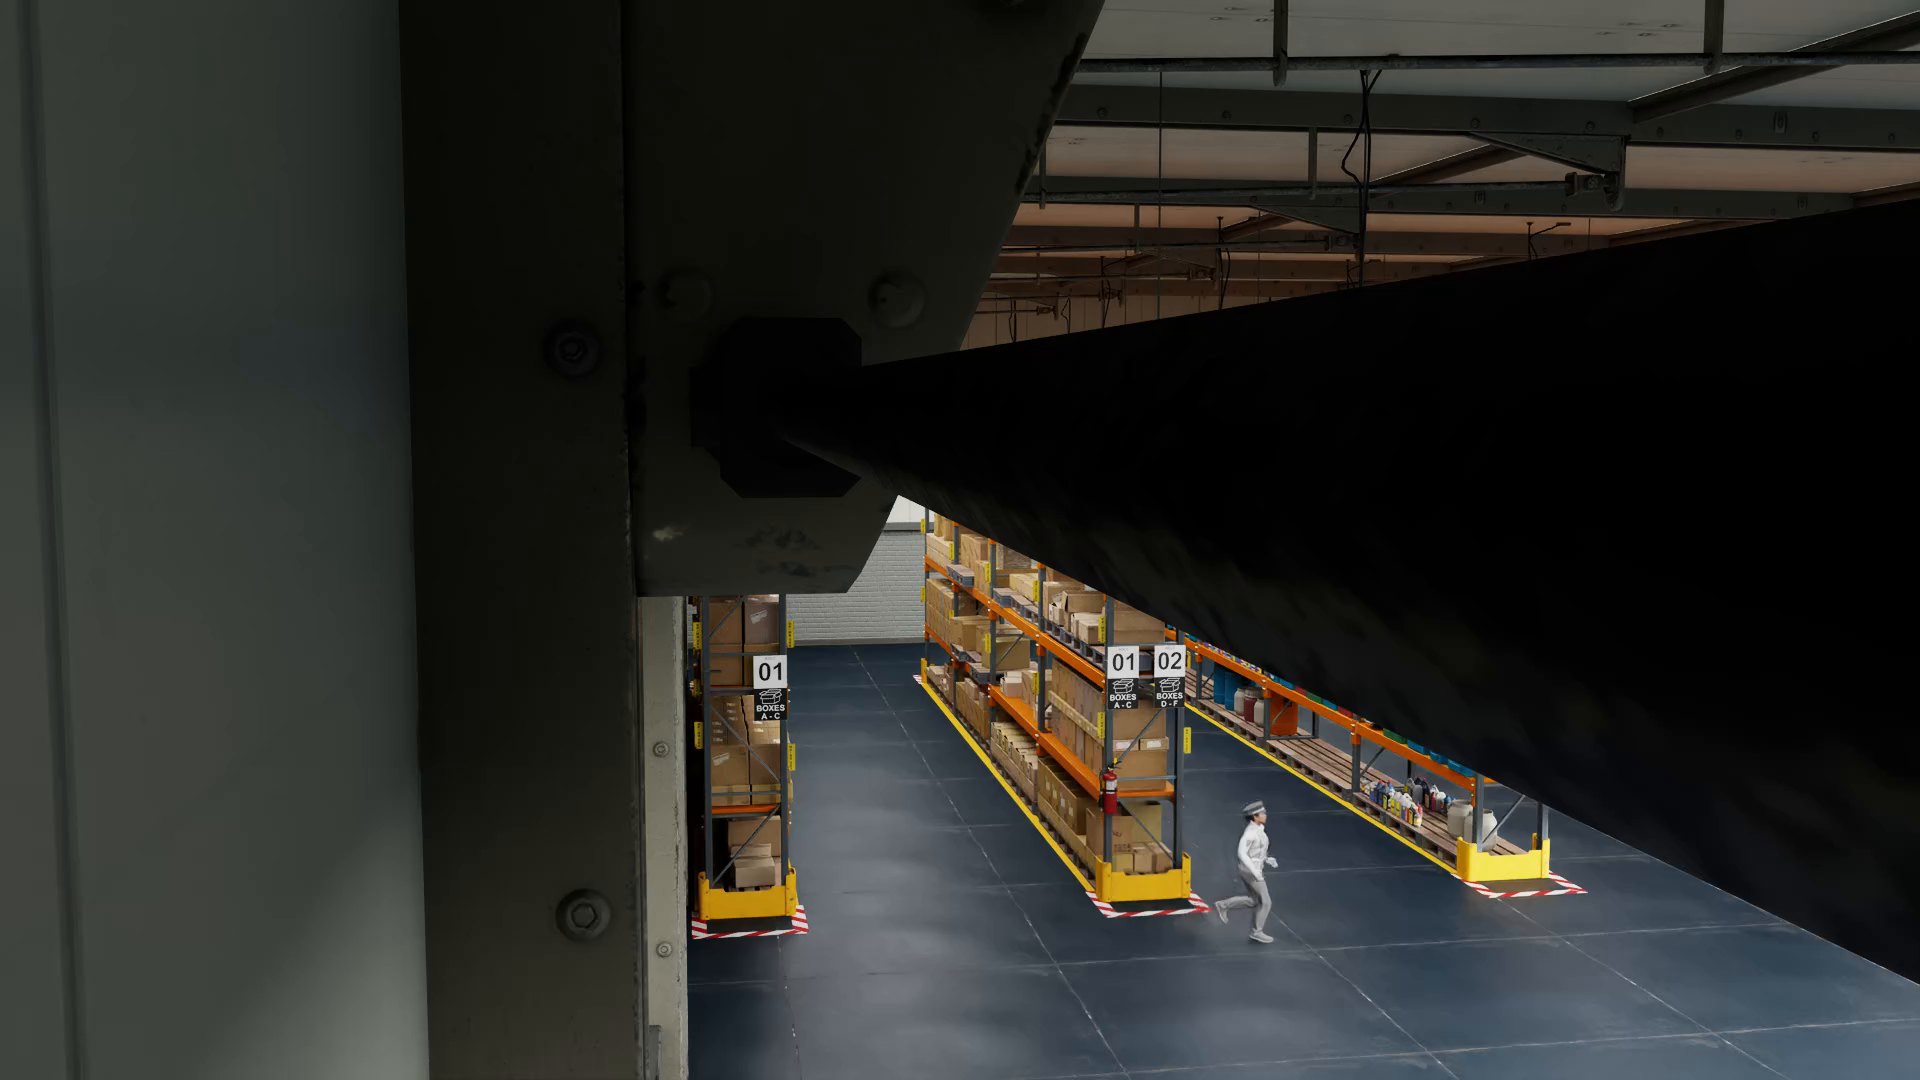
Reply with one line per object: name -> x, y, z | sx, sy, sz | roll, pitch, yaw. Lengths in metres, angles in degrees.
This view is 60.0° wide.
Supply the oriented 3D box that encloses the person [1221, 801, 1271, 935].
person -> 3.311, 3.782, 19.258 | 0.608, 1.573, 0.597 | 1, 5, 16
